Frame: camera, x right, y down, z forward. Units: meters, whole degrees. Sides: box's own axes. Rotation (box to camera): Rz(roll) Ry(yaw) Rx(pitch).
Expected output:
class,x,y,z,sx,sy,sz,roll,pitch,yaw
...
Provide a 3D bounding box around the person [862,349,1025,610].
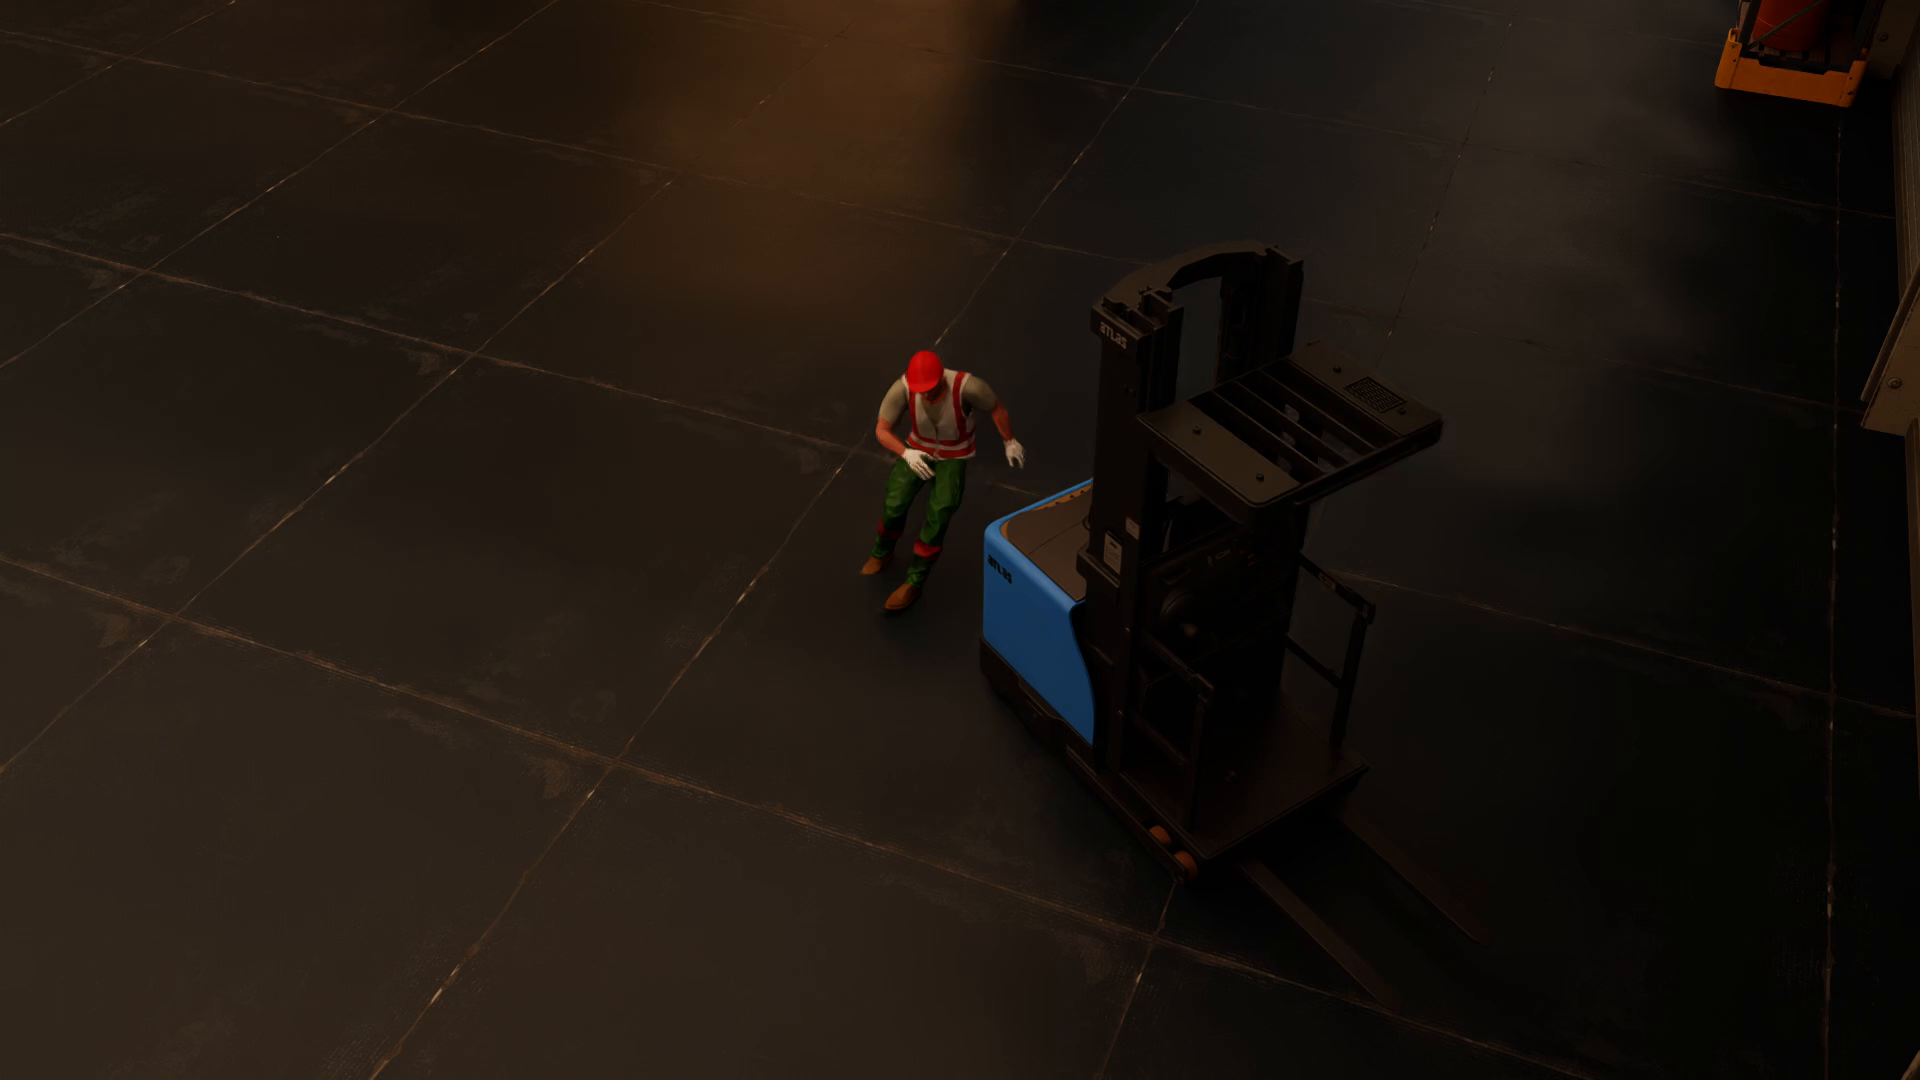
class,x,y,z,sx,sy,sz,roll,pitch,yaw
person,-0.132,-0.376,9.629,0.923,1.534,0.946,6,40,8

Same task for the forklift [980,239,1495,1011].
class,x,y,z,sx,sy,sz,roll,pitch,yaw
forklift,1.357,0.228,7.734,1.130,2.935,3.031,-24,45,-26
